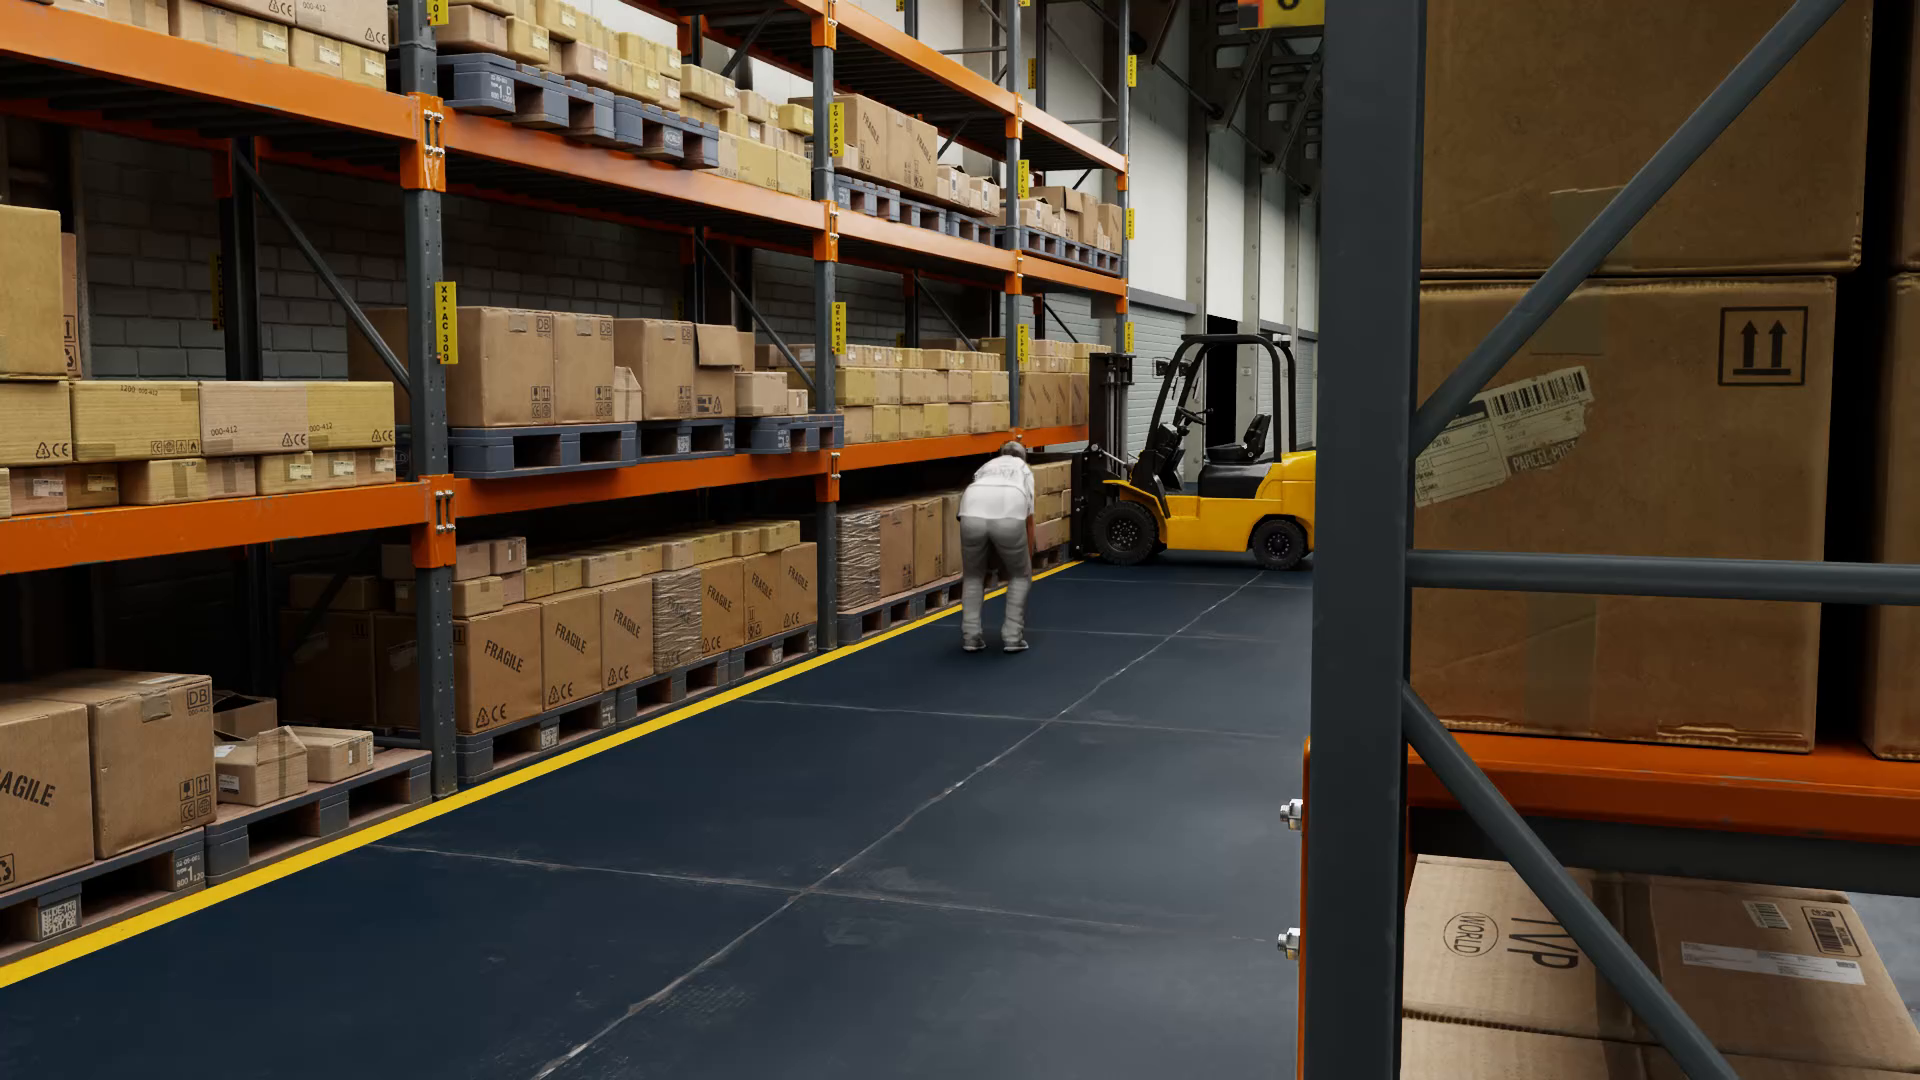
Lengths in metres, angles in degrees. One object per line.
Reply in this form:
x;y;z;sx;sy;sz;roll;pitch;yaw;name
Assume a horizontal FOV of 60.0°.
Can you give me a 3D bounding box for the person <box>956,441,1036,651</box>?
0.267;0.038;10.718;0.448;1.323;0.875;1;6;15;person
